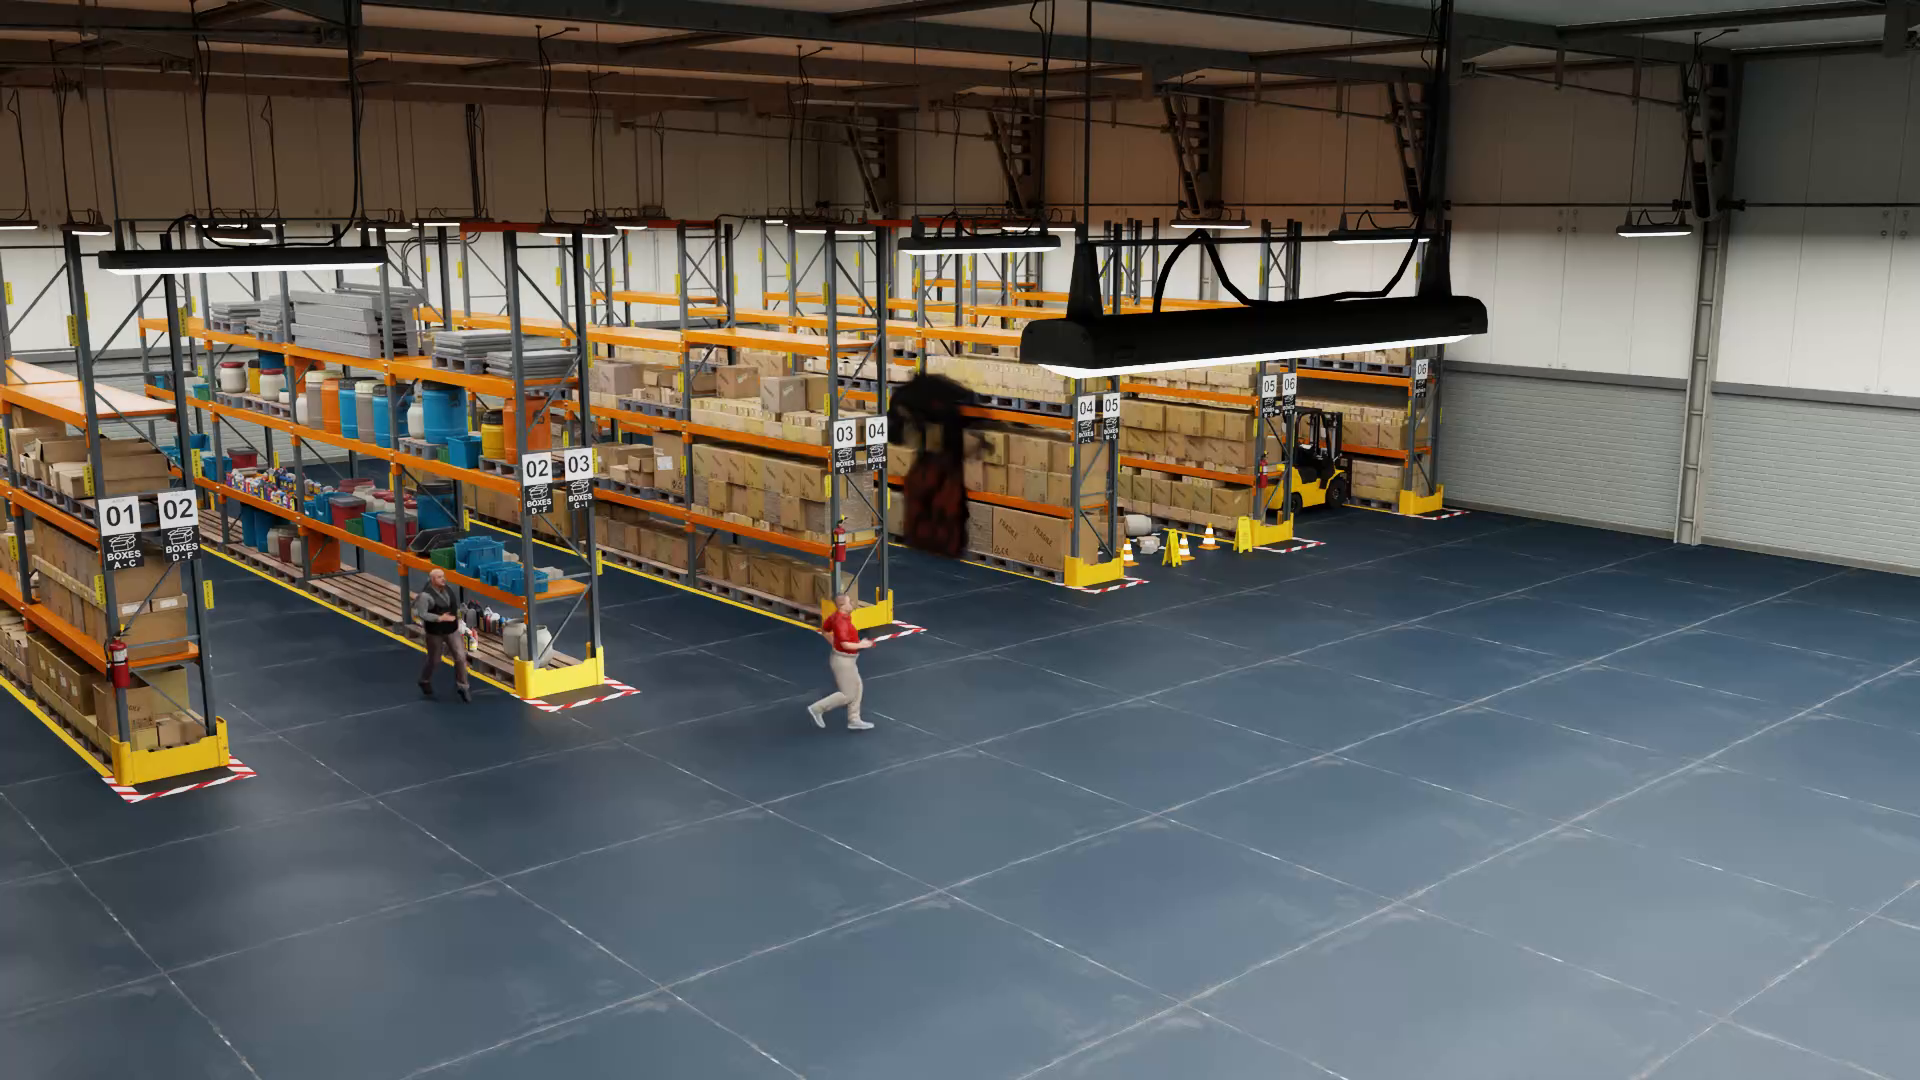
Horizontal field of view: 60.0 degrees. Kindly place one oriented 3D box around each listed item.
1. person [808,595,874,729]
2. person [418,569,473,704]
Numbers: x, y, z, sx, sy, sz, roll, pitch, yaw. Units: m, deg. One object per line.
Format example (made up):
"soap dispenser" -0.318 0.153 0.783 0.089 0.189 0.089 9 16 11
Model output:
"person" -1.457 1.494 20.160 0.820 1.690 0.666 -3 12 -13
"person" -6.715 1.224 21.436 0.853 1.770 0.657 9 14 37
